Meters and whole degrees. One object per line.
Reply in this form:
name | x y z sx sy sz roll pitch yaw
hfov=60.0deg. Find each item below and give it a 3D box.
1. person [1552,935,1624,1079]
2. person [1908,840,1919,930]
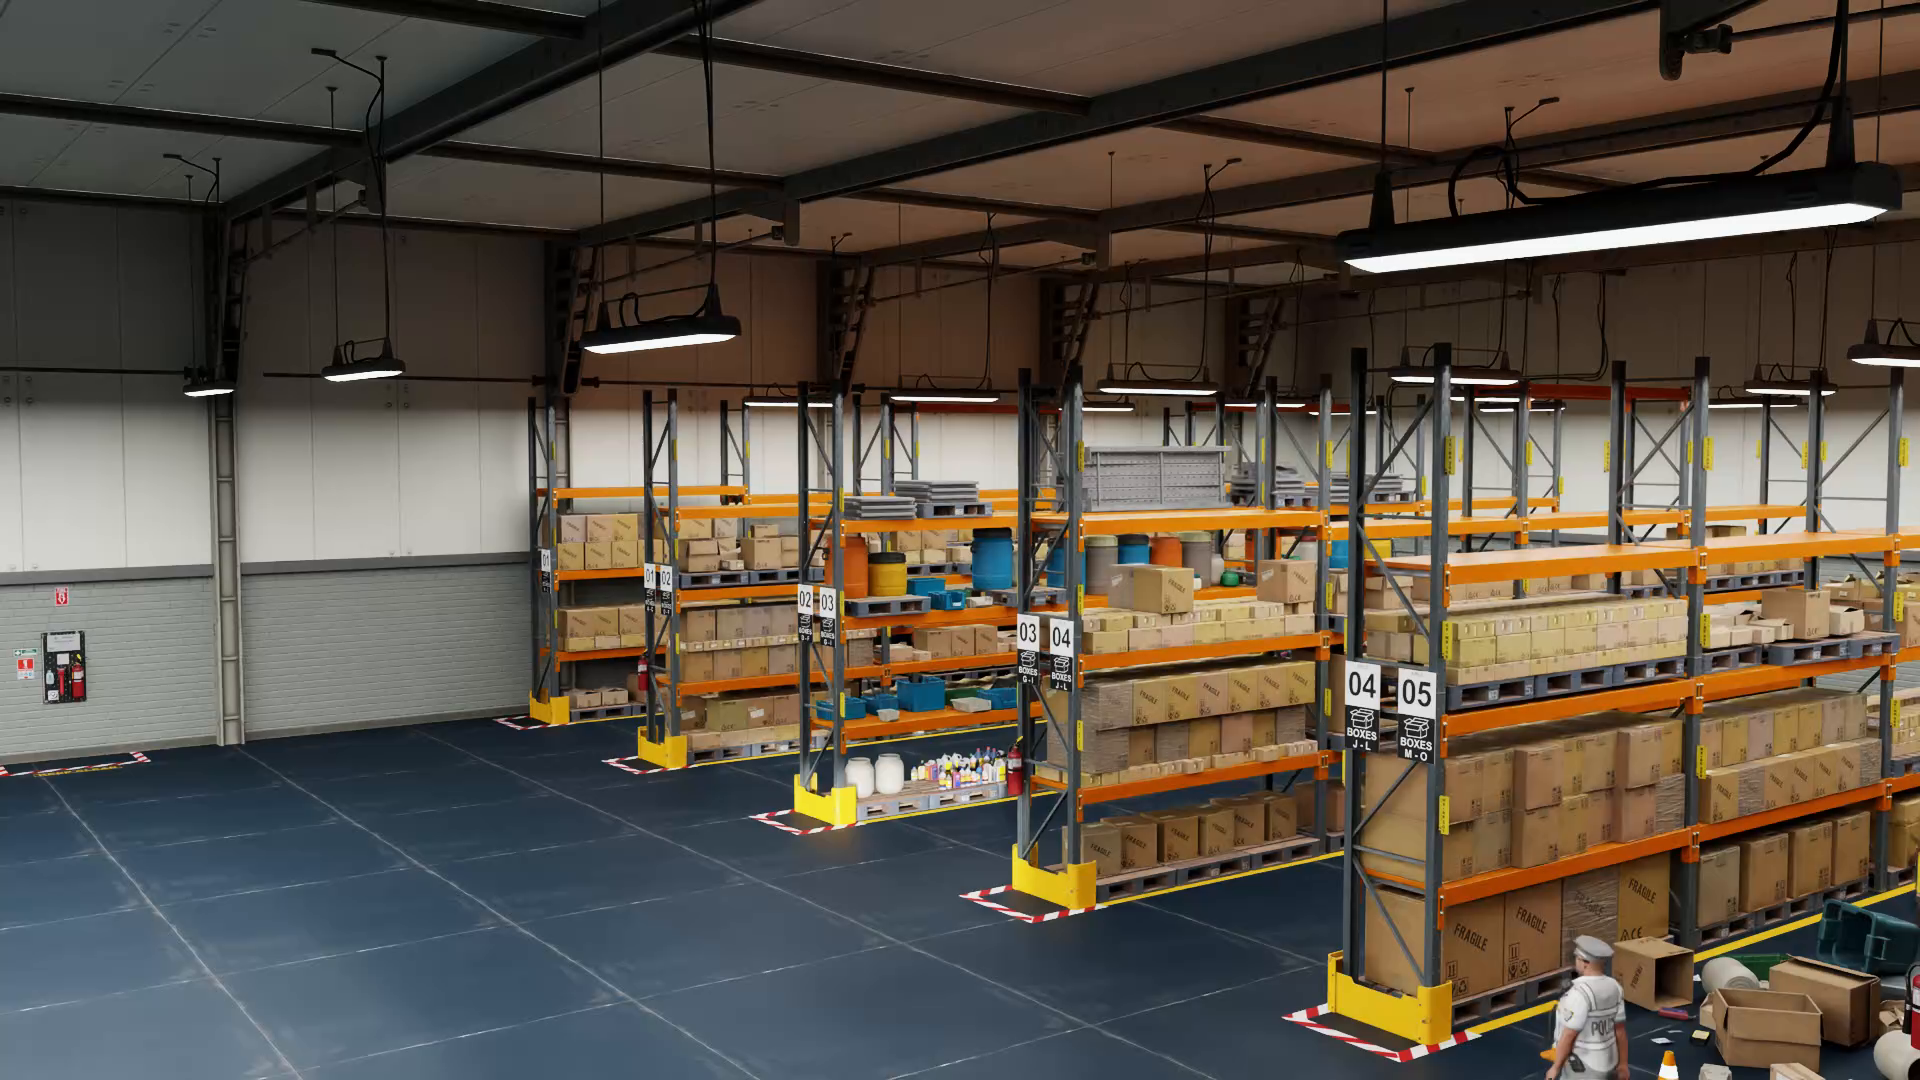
person | 4.352 3.609 11.508 0.893 1.741 0.532 2 4 26
person | 10.319 3.322 17.476 0.585 1.643 0.359 1 3 9
